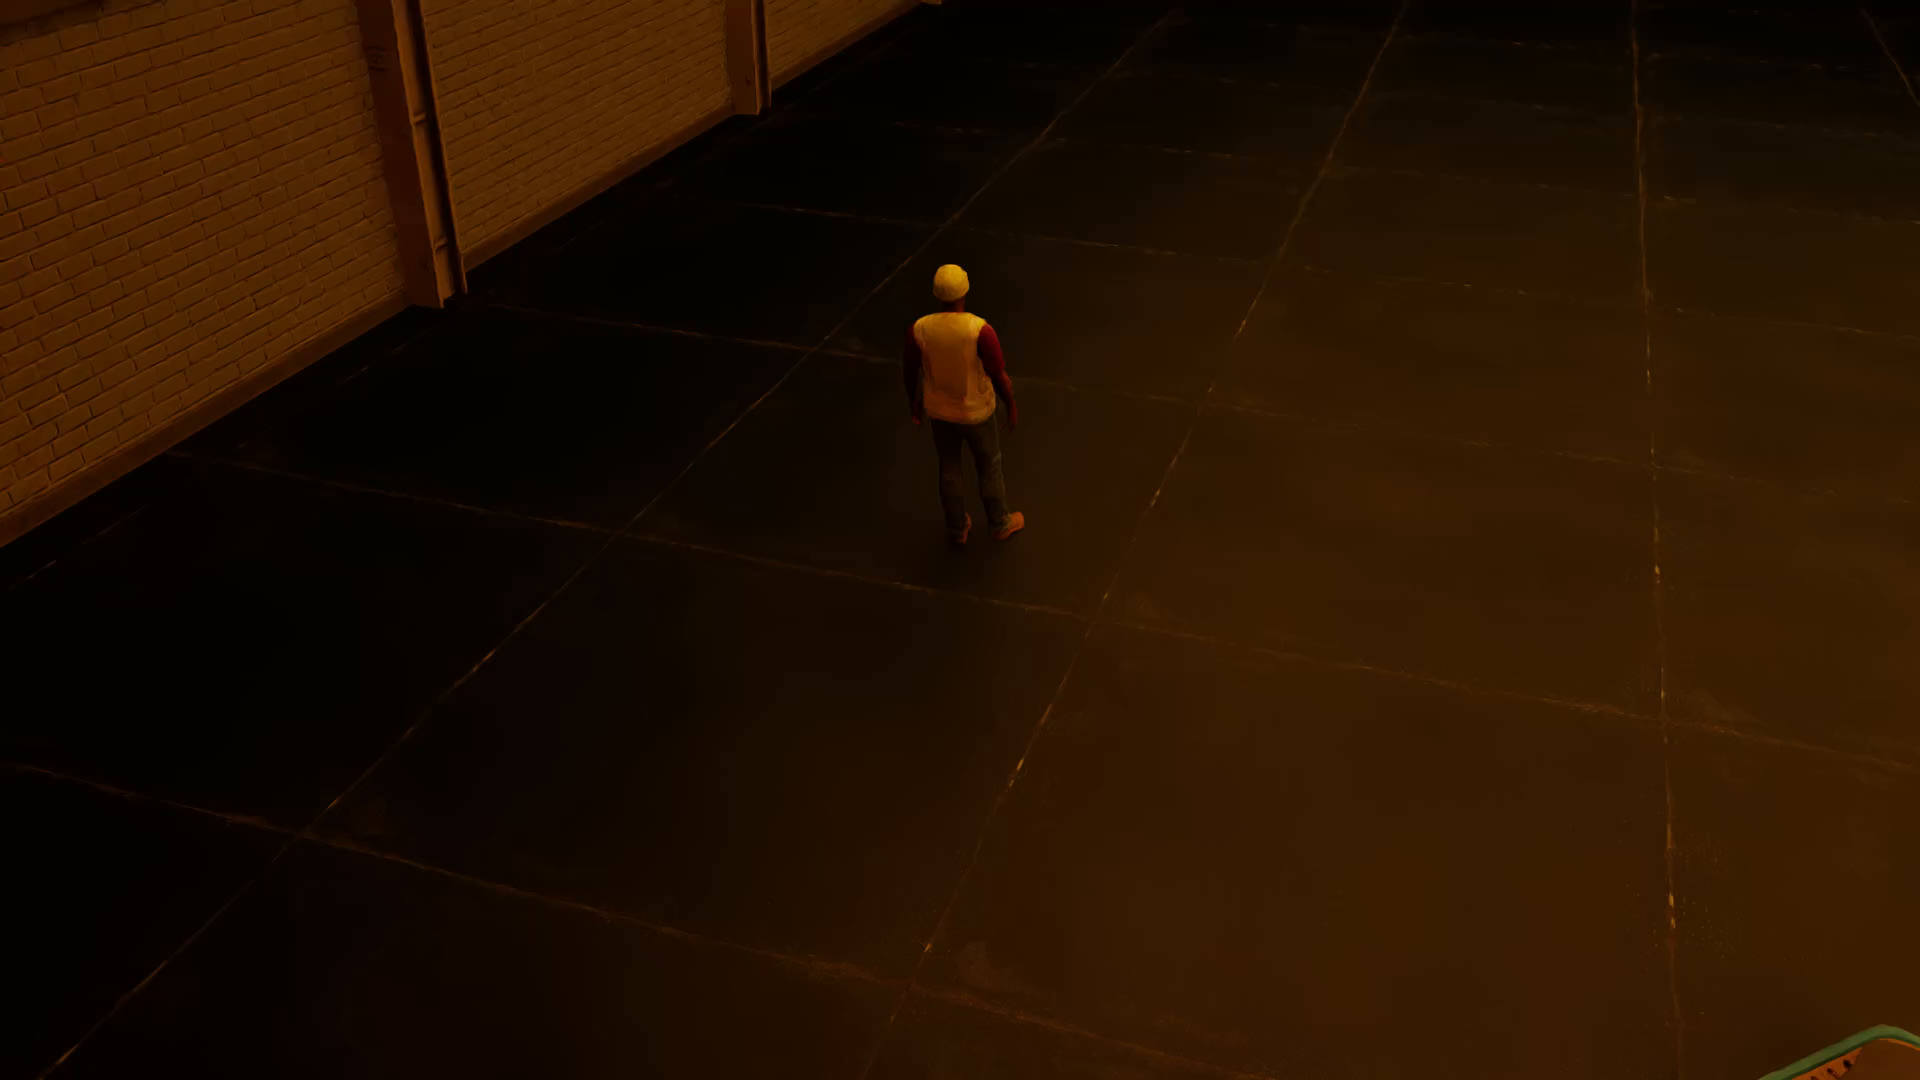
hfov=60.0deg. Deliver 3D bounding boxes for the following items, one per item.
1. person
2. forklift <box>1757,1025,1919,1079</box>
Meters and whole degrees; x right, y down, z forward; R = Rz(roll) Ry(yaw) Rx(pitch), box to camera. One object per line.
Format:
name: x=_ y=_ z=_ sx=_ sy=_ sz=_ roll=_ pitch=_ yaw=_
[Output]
person: x=0.028 y=-0.805 z=9.711 sx=0.665 sy=1.766 sz=0.576 roll=10 pitch=31 yaw=16
forklift: x=3.164 y=1.936 z=3.740 sx=1.130 sy=2.935 sz=3.031 roll=-13 pitch=32 yaw=-22
